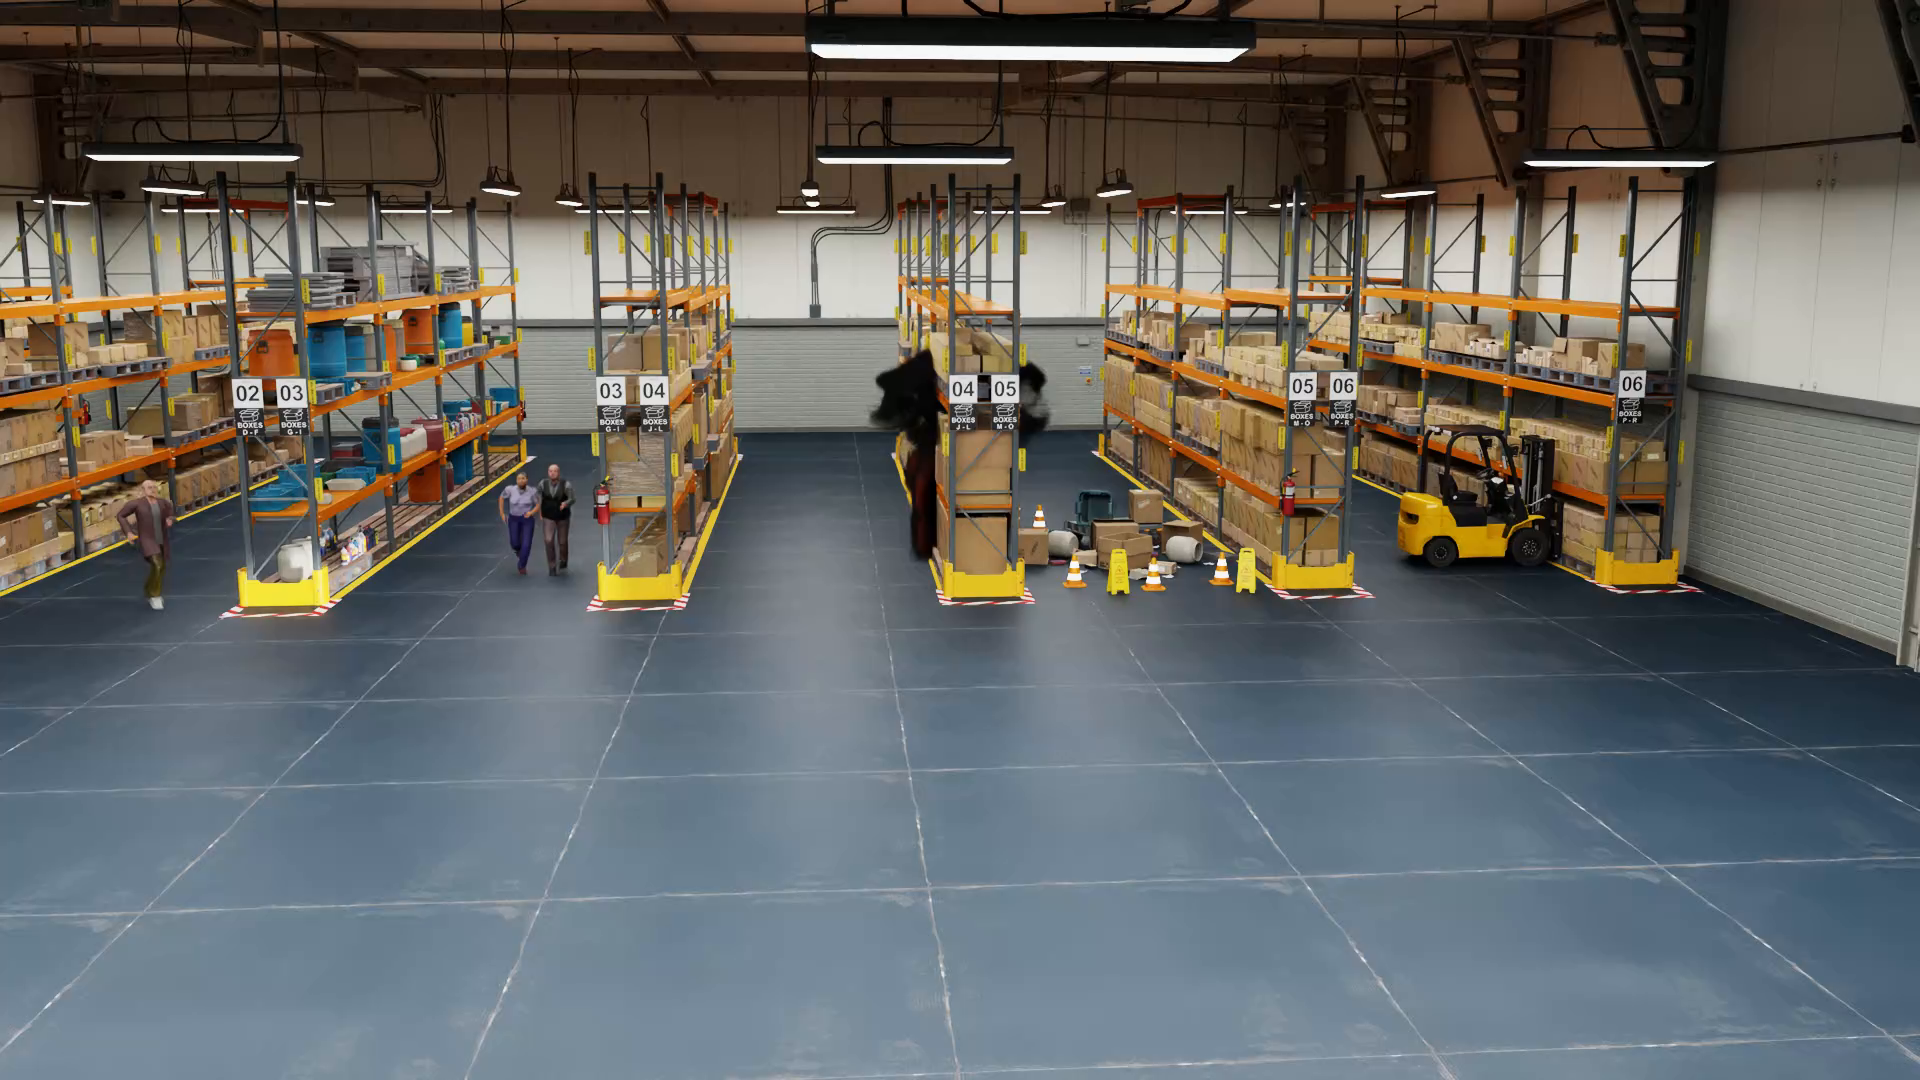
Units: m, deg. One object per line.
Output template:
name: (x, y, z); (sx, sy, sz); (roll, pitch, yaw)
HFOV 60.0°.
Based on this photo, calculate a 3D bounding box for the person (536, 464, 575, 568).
person: (-6.207, -0.381, 25.564); (0.595, 1.596, 0.874); (-2, 10, -12)

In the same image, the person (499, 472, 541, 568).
person: (-6.788, -0.300, 25.689); (0.645, 1.518, 0.571); (-2, 10, -12)

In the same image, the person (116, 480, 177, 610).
person: (-11.271, 0.066, 23.244); (0.809, 1.818, 0.675); (6, 12, 30)
